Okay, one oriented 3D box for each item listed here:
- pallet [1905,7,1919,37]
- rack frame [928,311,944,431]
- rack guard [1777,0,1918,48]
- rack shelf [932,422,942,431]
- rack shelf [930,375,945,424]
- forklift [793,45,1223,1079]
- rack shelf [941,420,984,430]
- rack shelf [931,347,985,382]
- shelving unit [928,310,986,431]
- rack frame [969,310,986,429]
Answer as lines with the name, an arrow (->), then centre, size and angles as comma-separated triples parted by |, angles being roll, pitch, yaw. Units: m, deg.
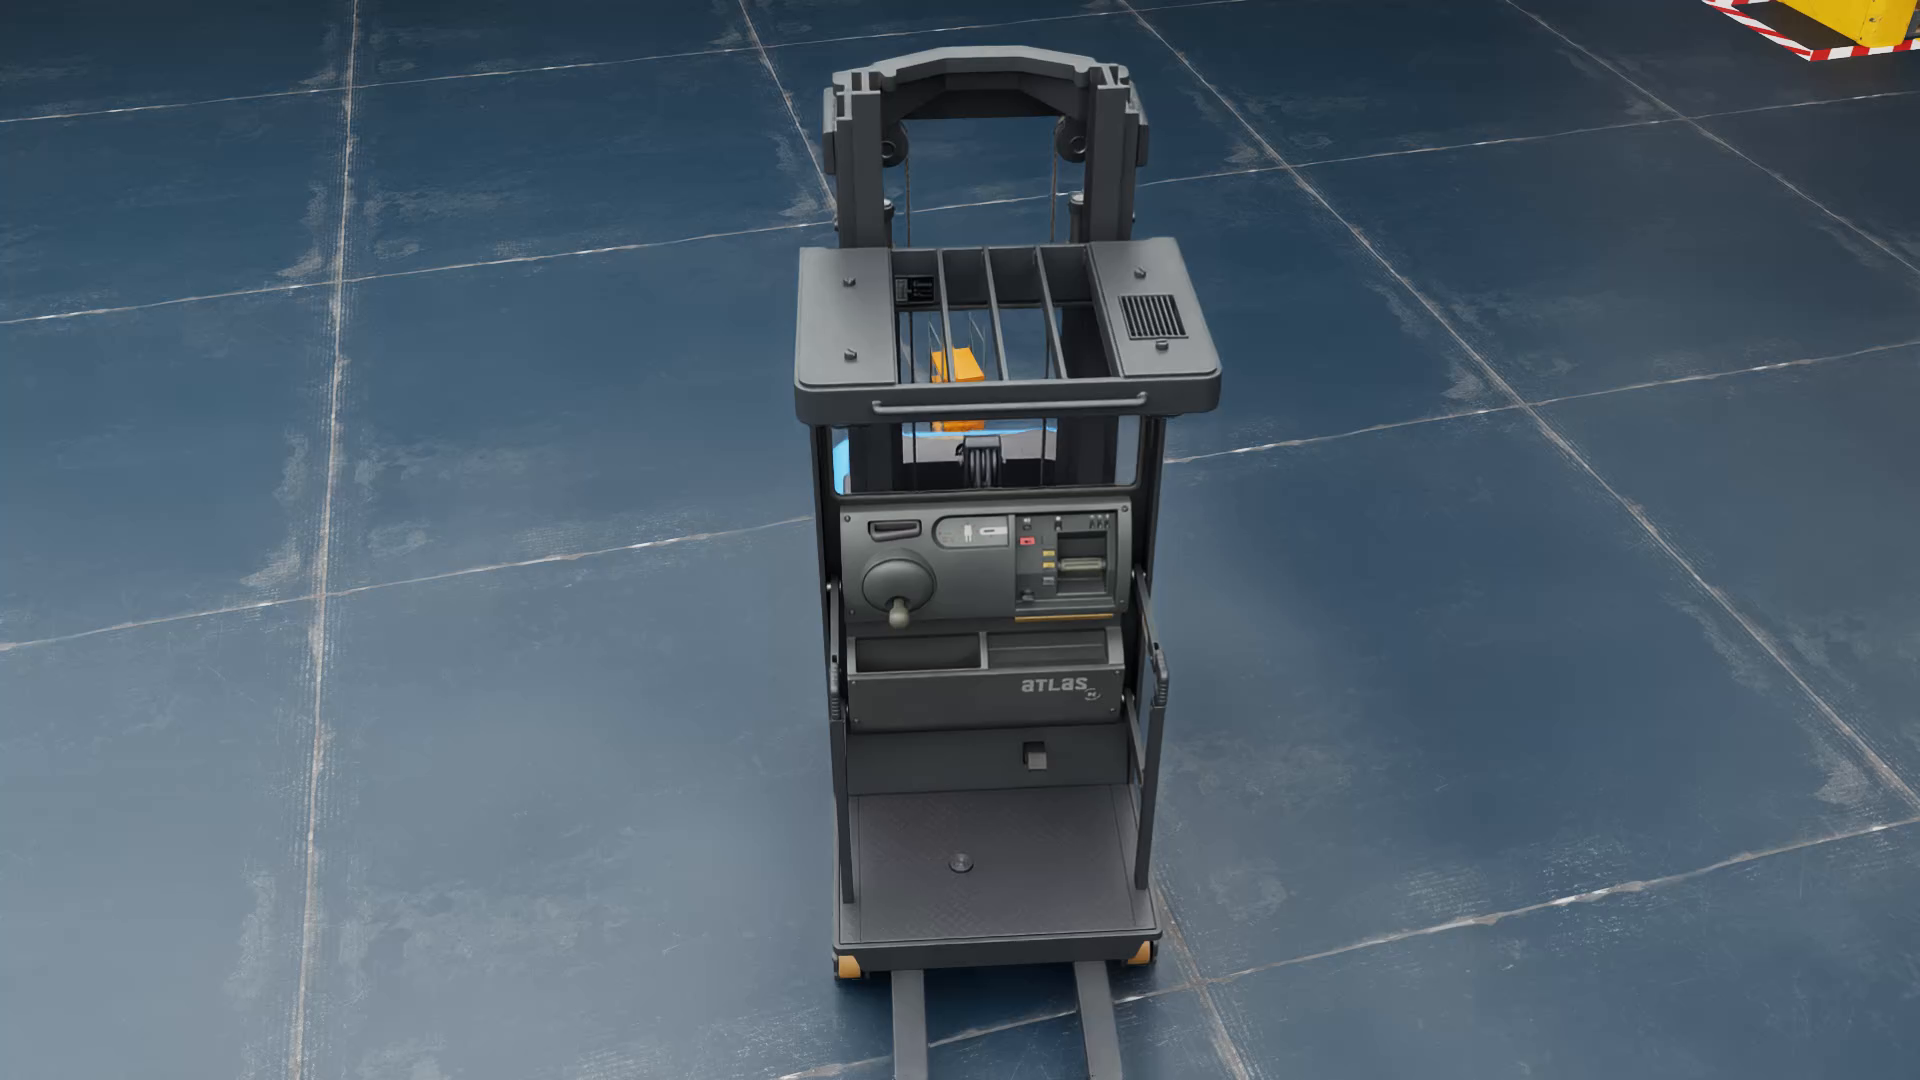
pallet -> 7.659, -4.335, 13.243 | 1.213, 0.211, 1.003 | -9, 38, -12
rack frame -> -0.102, -0.460, 7.364 | 0.006, 1.200, 0.240 | -9, 38, -12
rack guard -> 6.909, -4.300, 12.960 | 0.348, 0.500, 1.175 | -9, 38, -12
rack shelf -> -0.014, -0.439, 7.409 | 0.180, 0.103, 0.258 | -9, 38, -12
rack shelf -> -0.014, -0.630, 7.264 | 0.180, 0.103, 0.258 | -9, 38, -12
forklift -> 0.100, 0.144, 5.149 | 1.130, 2.935, 3.031 | -2, 37, -3
rack shelf -> -0.014, -0.534, 7.337 | 0.180, 0.103, 0.258 | -9, 38, -12
rack shelf -> -0.014, -0.725, 7.191 | 0.180, 0.103, 0.258 | -9, 38, -12
shelving unit -> -0.014, -0.474, 7.382 | 0.189, 1.200, 0.258 | -9, 38, -12
rack frame -> 0.074, -0.489, 7.401 | 0.006, 1.200, 0.240 | -9, 38, -12
